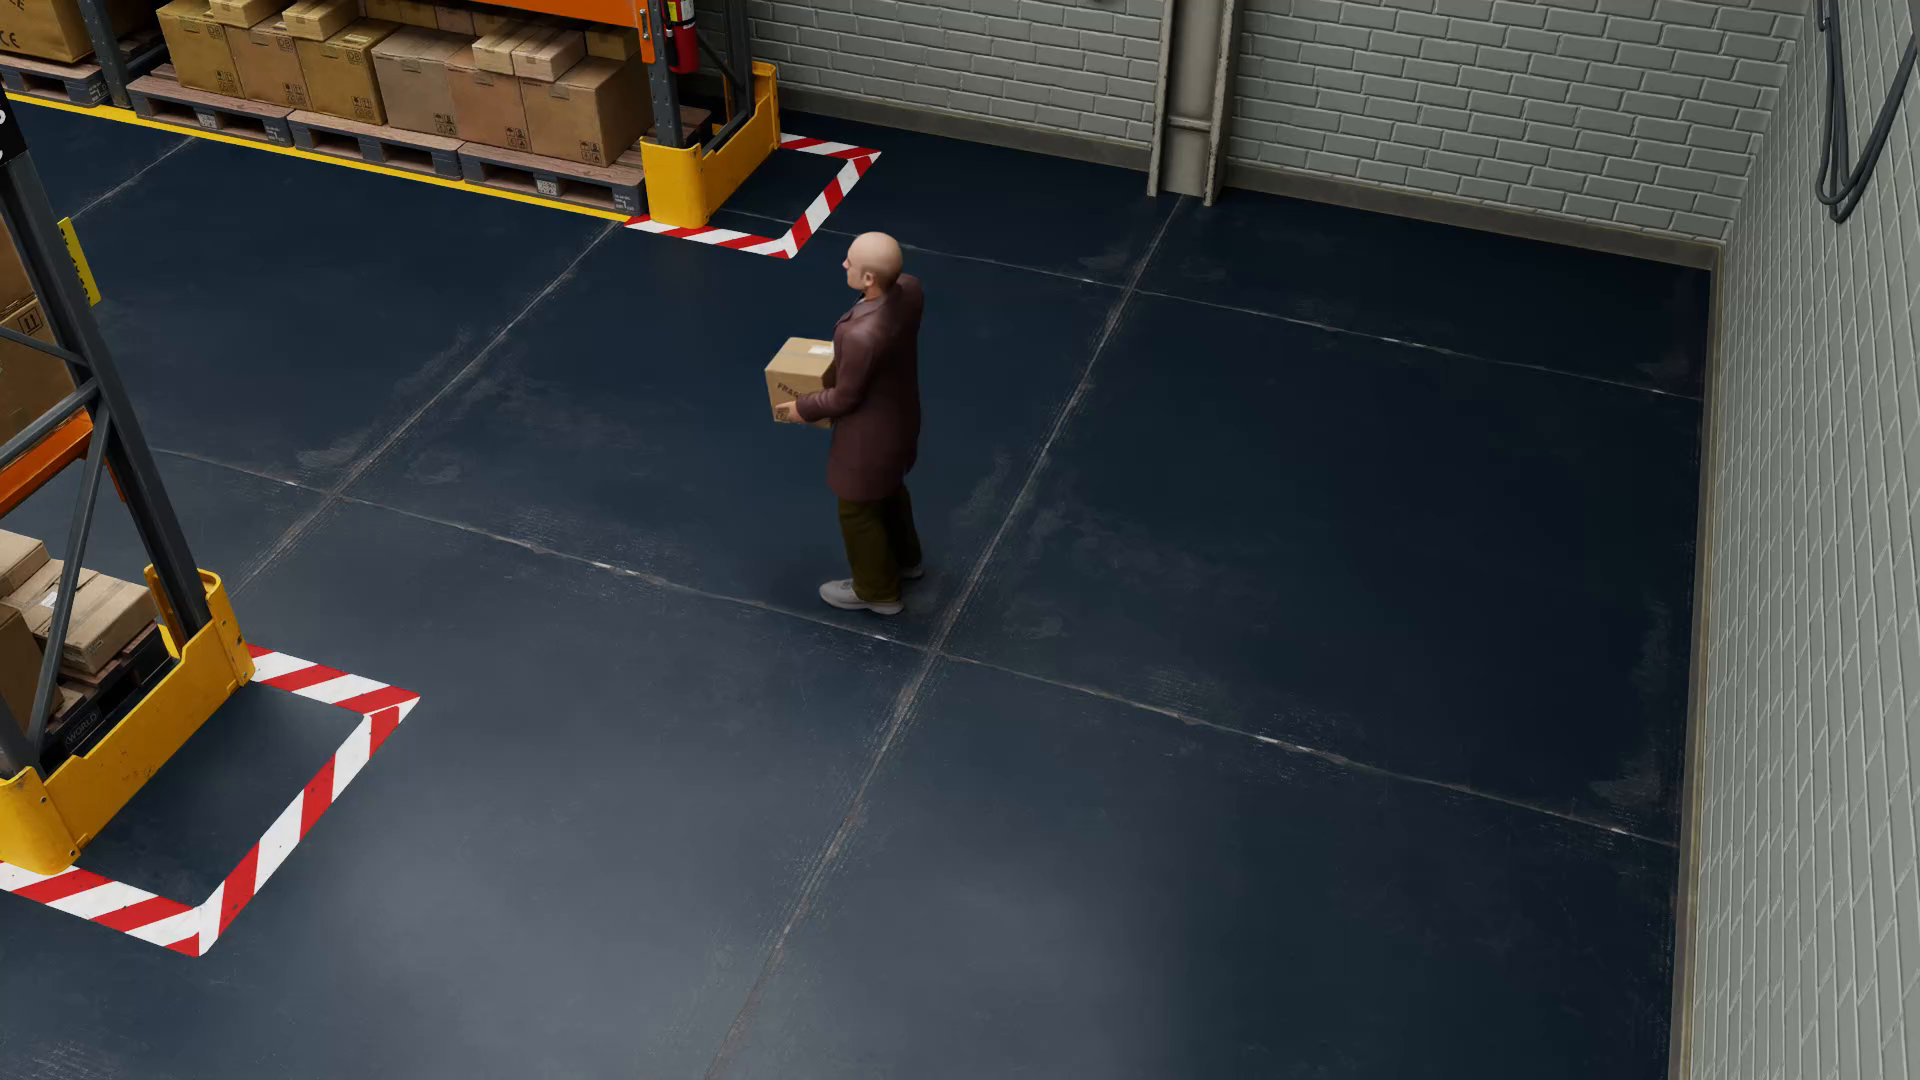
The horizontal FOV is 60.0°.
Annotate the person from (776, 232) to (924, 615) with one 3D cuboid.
[{"bbox_3d":[-0.436,-0.485,6.724,0.535,1.780,0.548,13,43,15],"label":"person"}]
